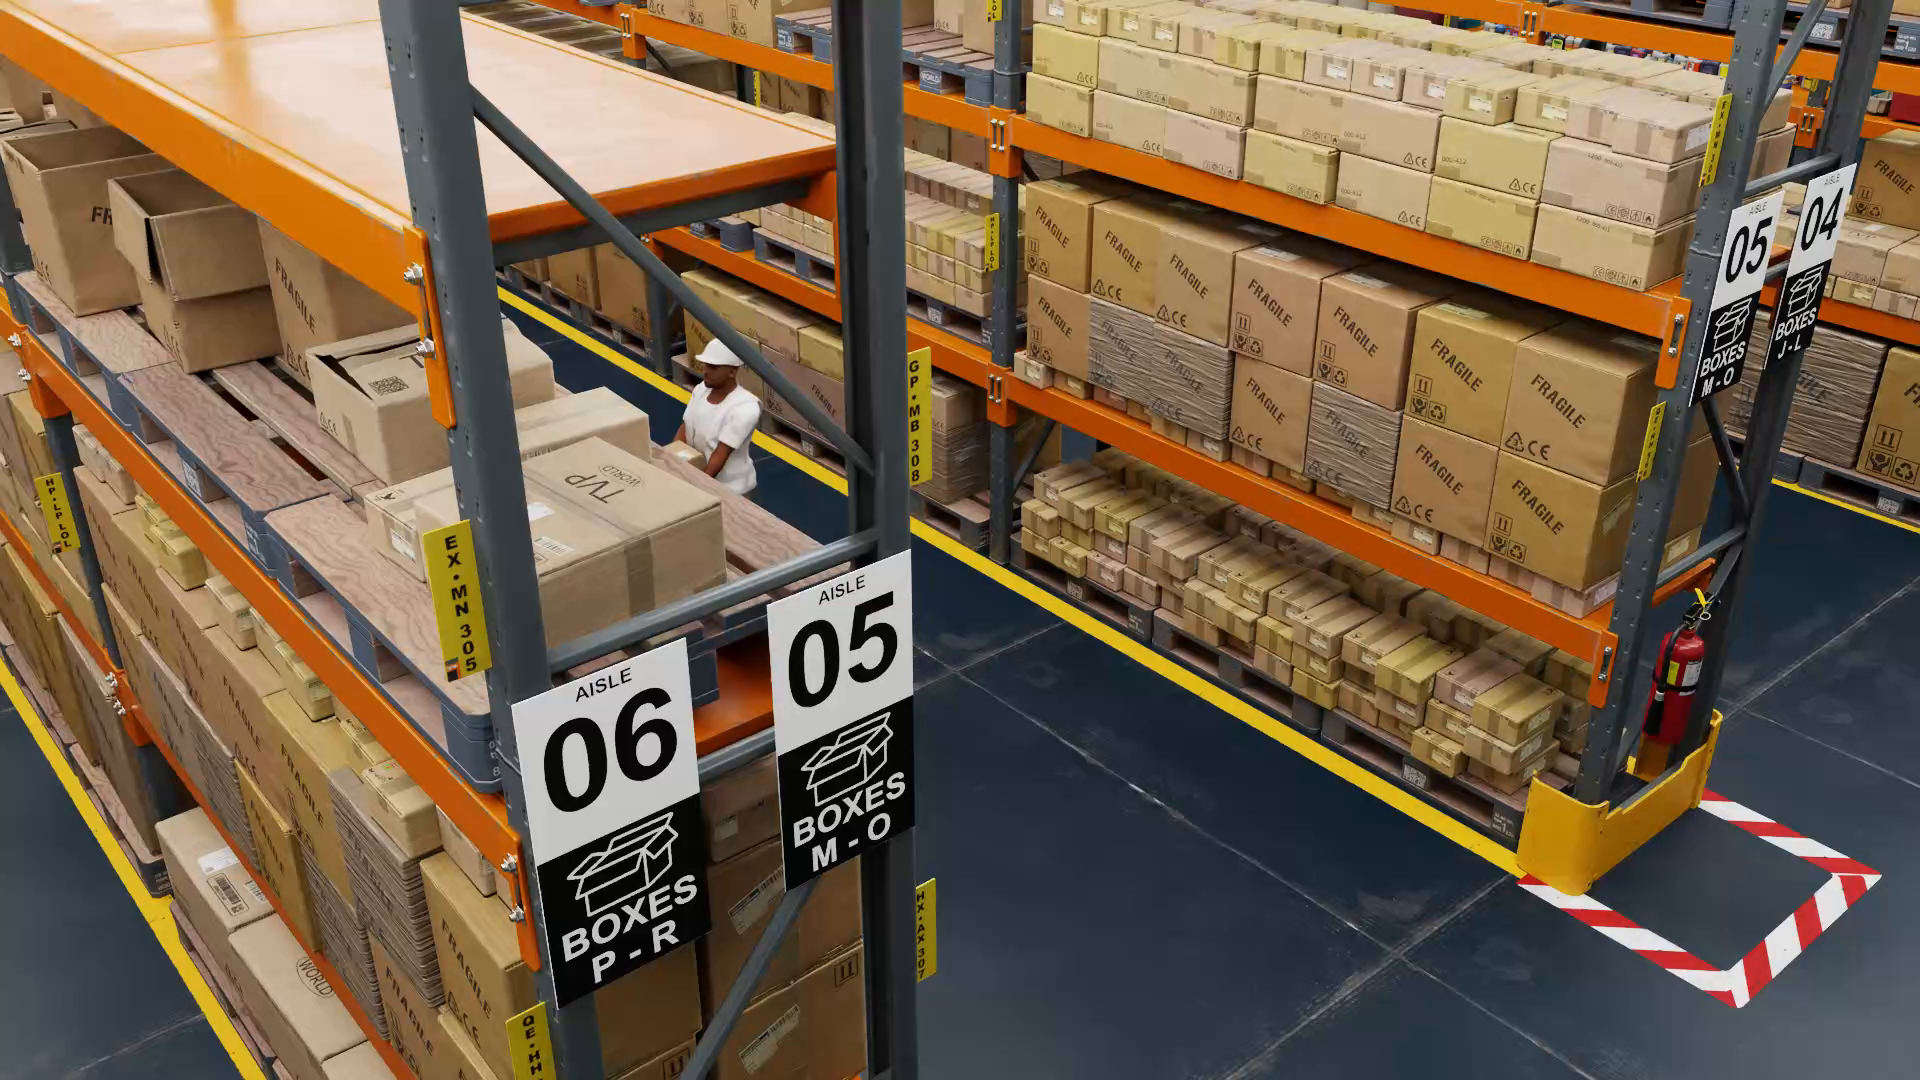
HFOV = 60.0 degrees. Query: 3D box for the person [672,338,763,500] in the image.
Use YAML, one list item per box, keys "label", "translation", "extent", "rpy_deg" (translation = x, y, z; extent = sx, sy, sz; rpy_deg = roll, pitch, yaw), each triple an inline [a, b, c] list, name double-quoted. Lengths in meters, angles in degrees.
- label: "person"
  translation: [-1.411, -0.270, 9.284]
  extent: [0.587, 1.761, 0.502]
  rpy_deg: [-22, 35, -35]
